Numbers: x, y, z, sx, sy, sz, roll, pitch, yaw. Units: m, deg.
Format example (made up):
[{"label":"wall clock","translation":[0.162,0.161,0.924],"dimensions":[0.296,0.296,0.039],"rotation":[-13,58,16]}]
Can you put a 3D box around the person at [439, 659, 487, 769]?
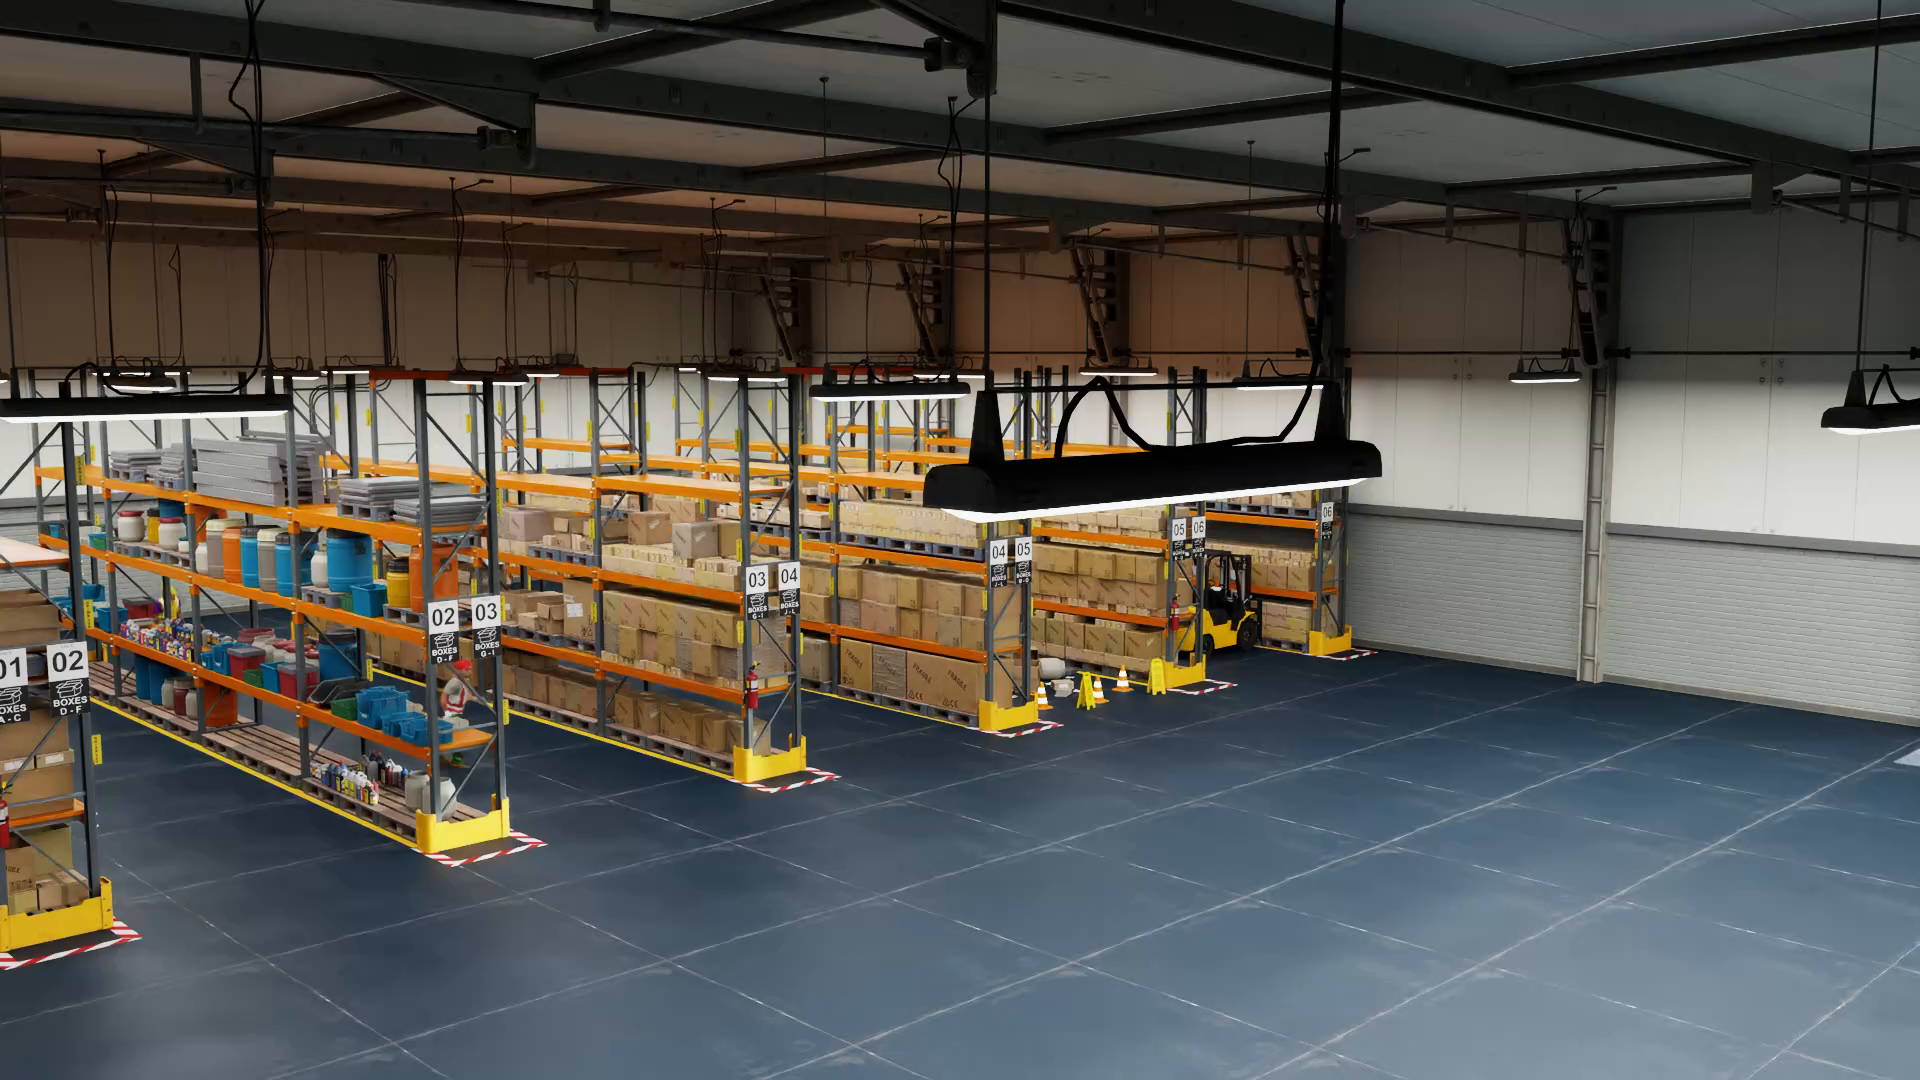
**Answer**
[{"label":"person","translation":[-7.650,2.648,25.362],"dimensions":[0.848,1.734,0.668],"rotation":[-1,7,-9]}]

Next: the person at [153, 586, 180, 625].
[{"label":"person","translation":[-16.077,1.734,33.672],"dimensions":[0.814,1.658,0.689],"rotation":[2,7,17]}]

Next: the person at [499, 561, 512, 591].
[{"label":"person","translation":[-10.219,1.292,36.892],"dimensions":[0.635,1.719,0.701],"rotation":[6,9,41]}]
